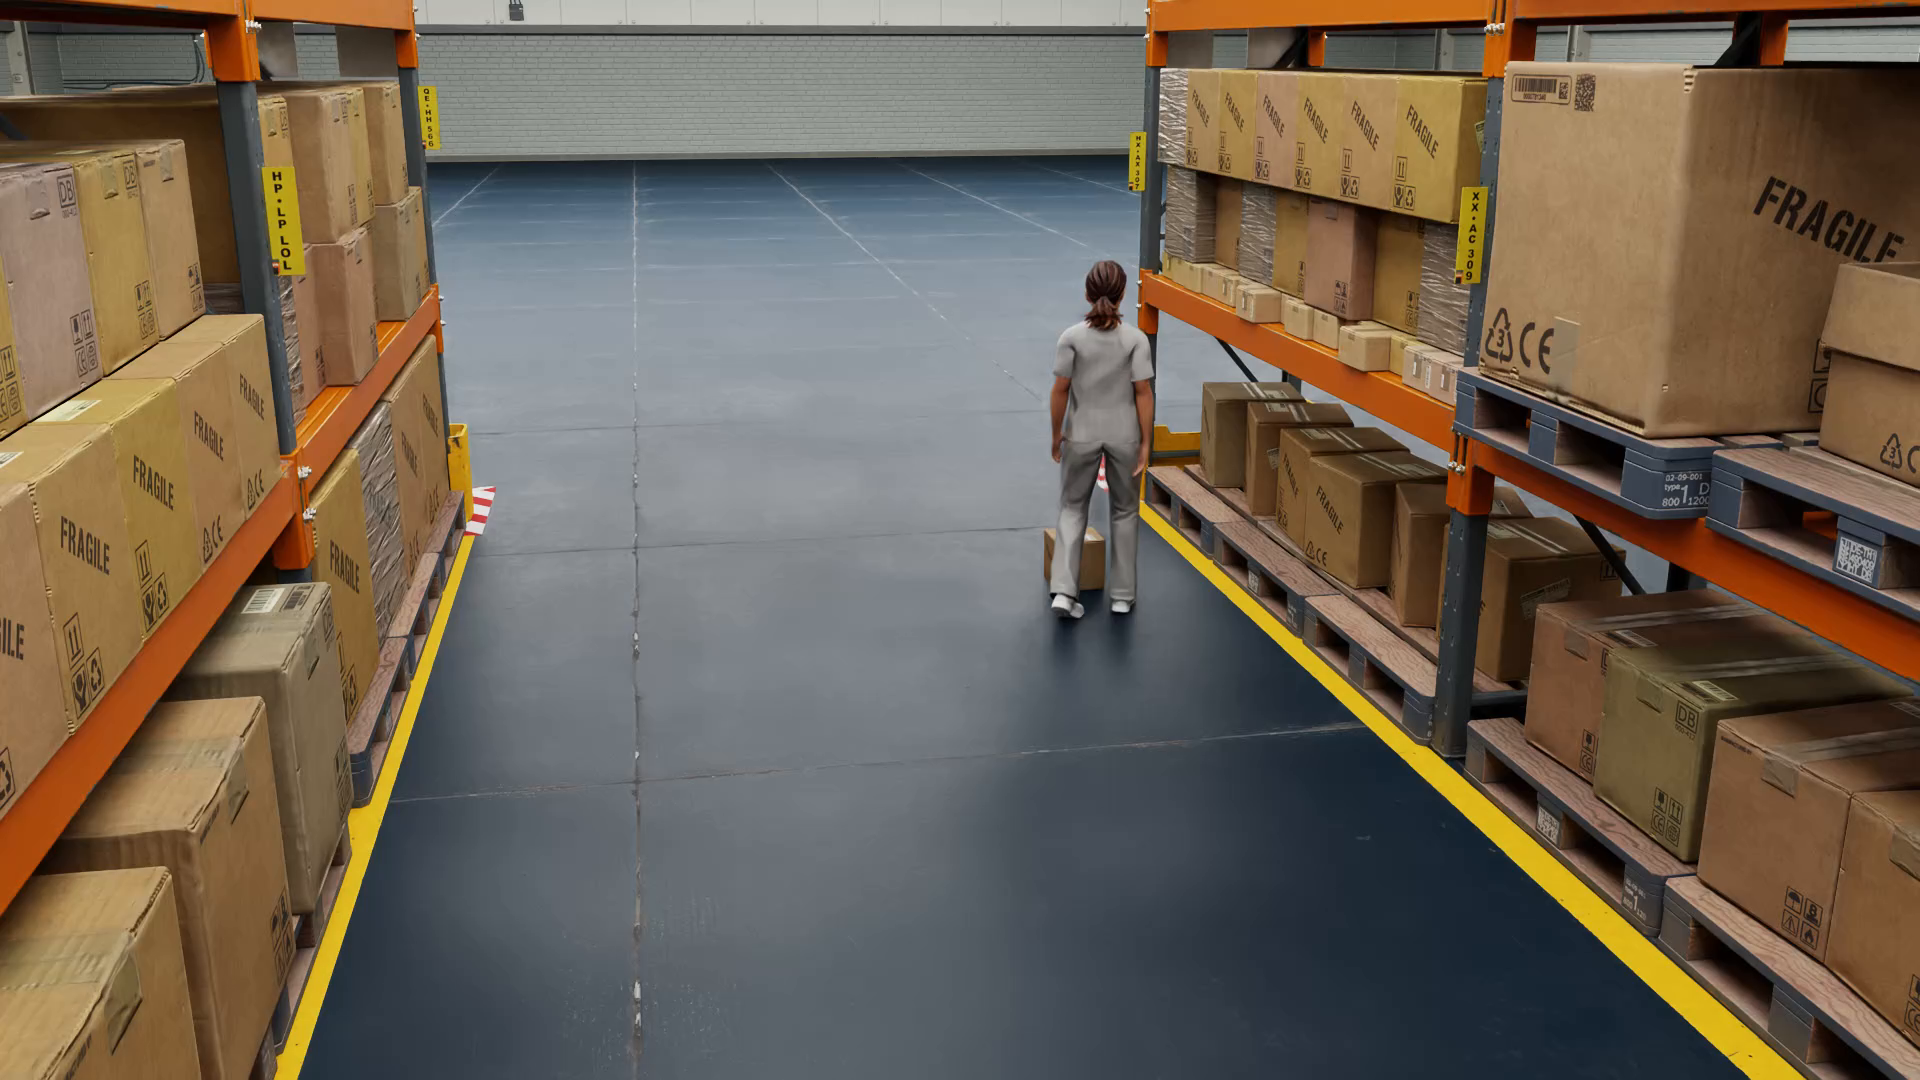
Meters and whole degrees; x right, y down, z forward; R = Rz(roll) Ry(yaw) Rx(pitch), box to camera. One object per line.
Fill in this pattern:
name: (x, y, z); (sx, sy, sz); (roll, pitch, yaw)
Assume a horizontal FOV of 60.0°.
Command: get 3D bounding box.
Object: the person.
person: (0.649, -0.451, 7.619); (0.469, 1.668, 0.540); (2, 17, 8)
